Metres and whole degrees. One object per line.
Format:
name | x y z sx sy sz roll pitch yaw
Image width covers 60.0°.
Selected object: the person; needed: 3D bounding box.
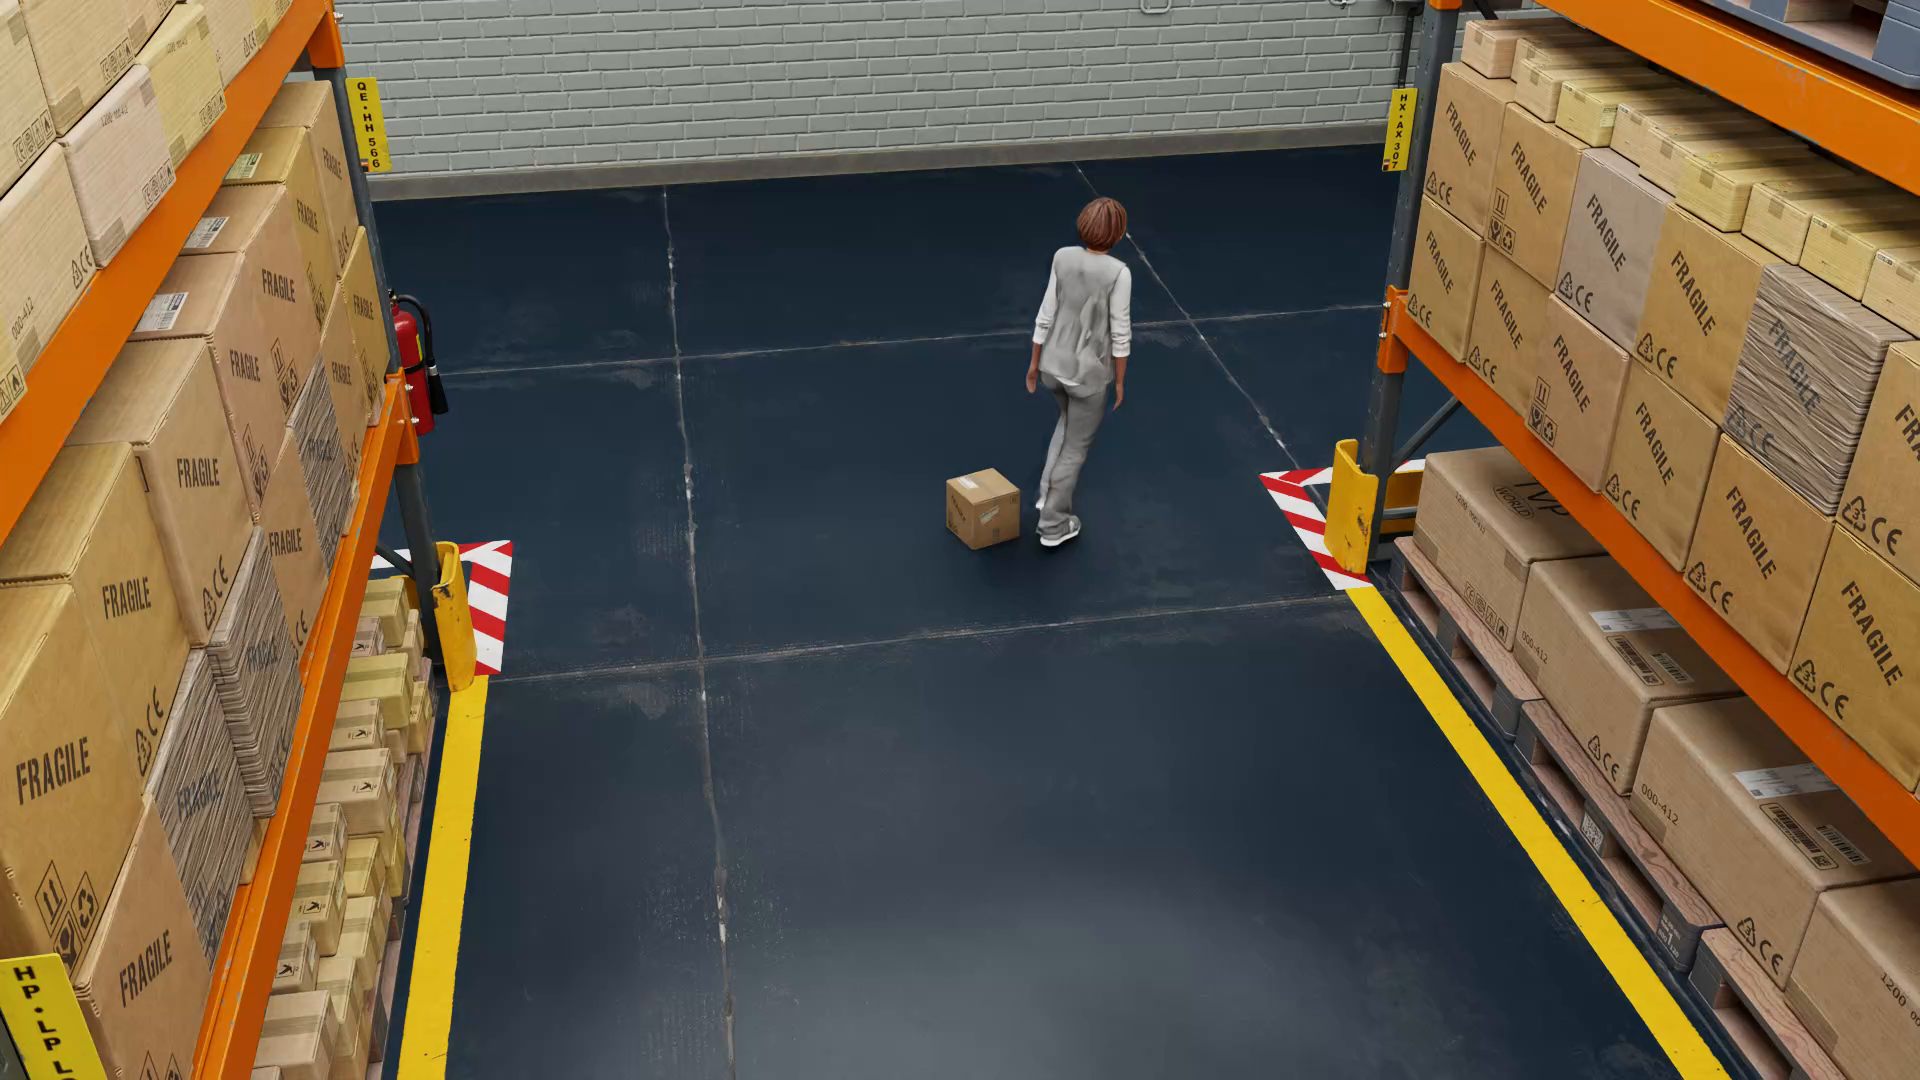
person | 0.522 -0.719 7.301 0.442 1.580 0.475 22 37 31
